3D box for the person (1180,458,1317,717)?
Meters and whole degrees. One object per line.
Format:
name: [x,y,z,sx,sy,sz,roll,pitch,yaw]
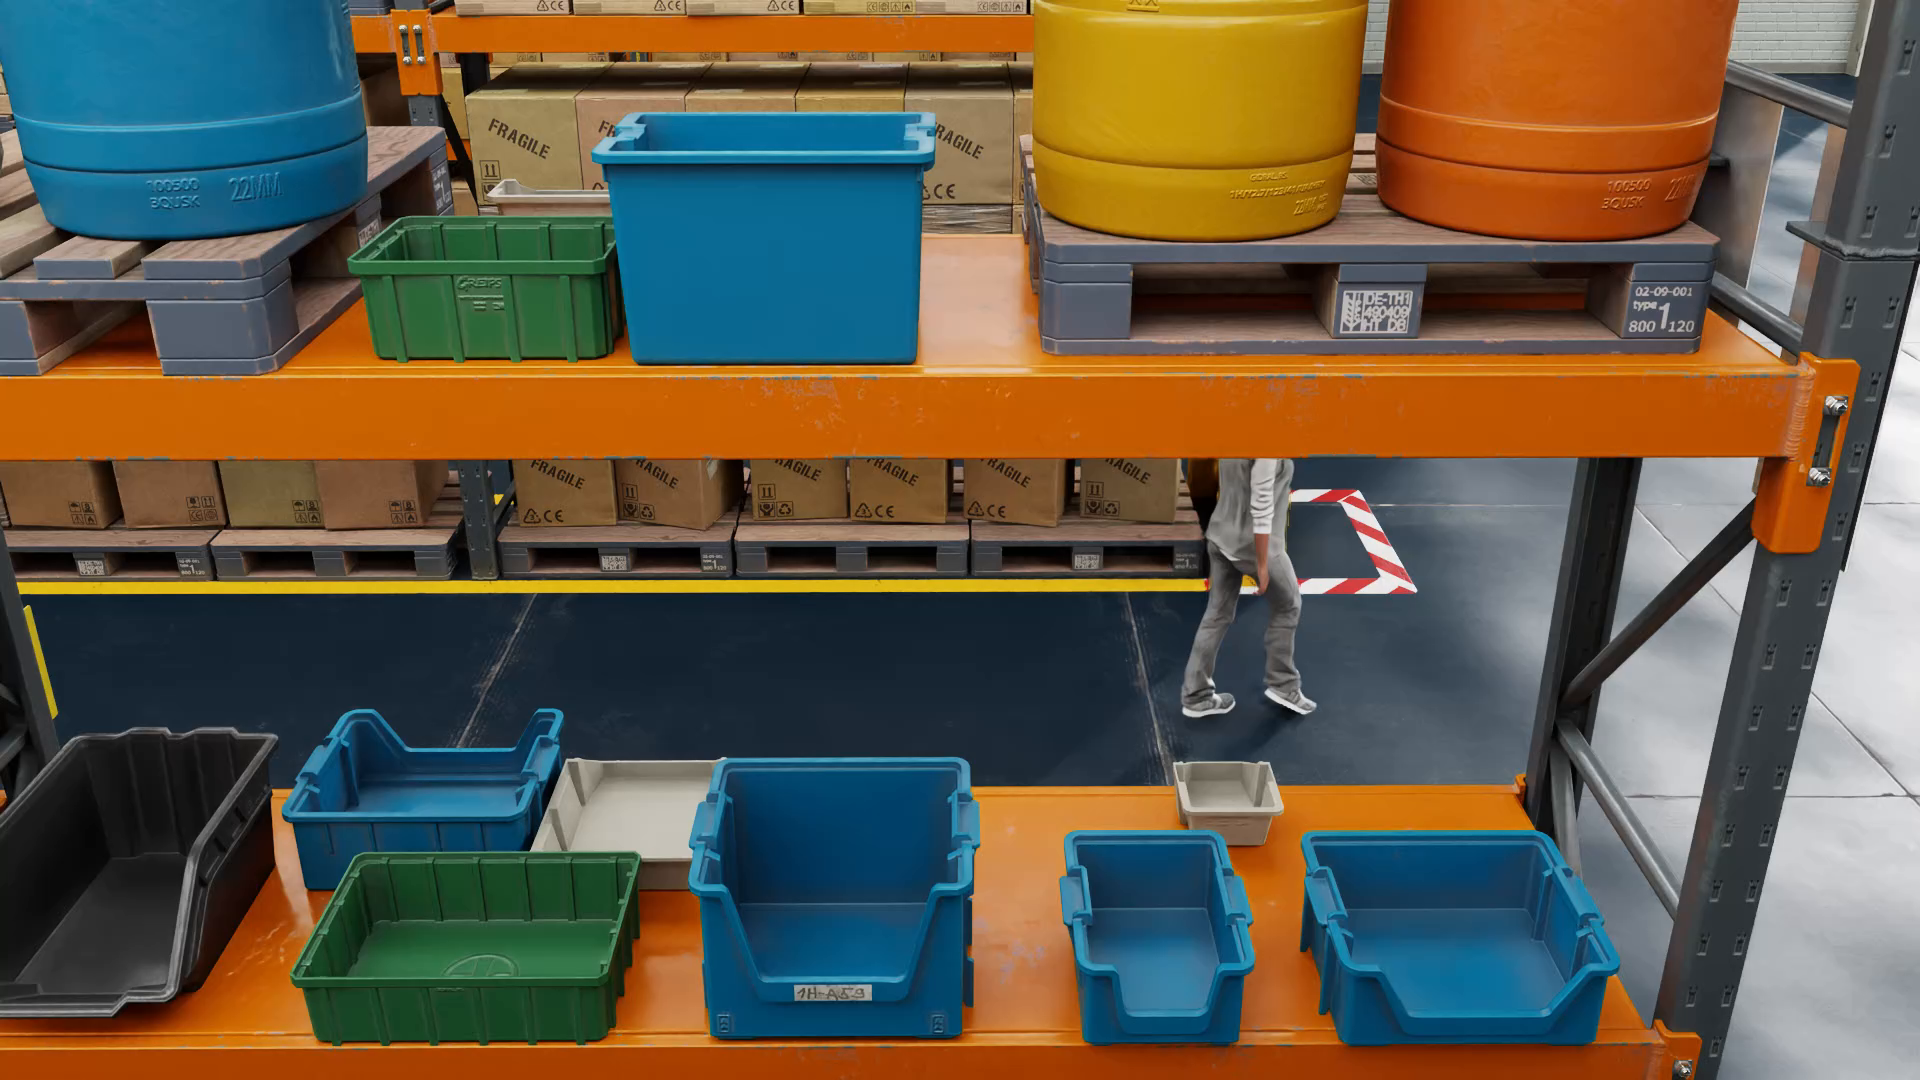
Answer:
person: [1.241,0.037,7.049,0.643,1.636,0.454,-13,28,-26]
